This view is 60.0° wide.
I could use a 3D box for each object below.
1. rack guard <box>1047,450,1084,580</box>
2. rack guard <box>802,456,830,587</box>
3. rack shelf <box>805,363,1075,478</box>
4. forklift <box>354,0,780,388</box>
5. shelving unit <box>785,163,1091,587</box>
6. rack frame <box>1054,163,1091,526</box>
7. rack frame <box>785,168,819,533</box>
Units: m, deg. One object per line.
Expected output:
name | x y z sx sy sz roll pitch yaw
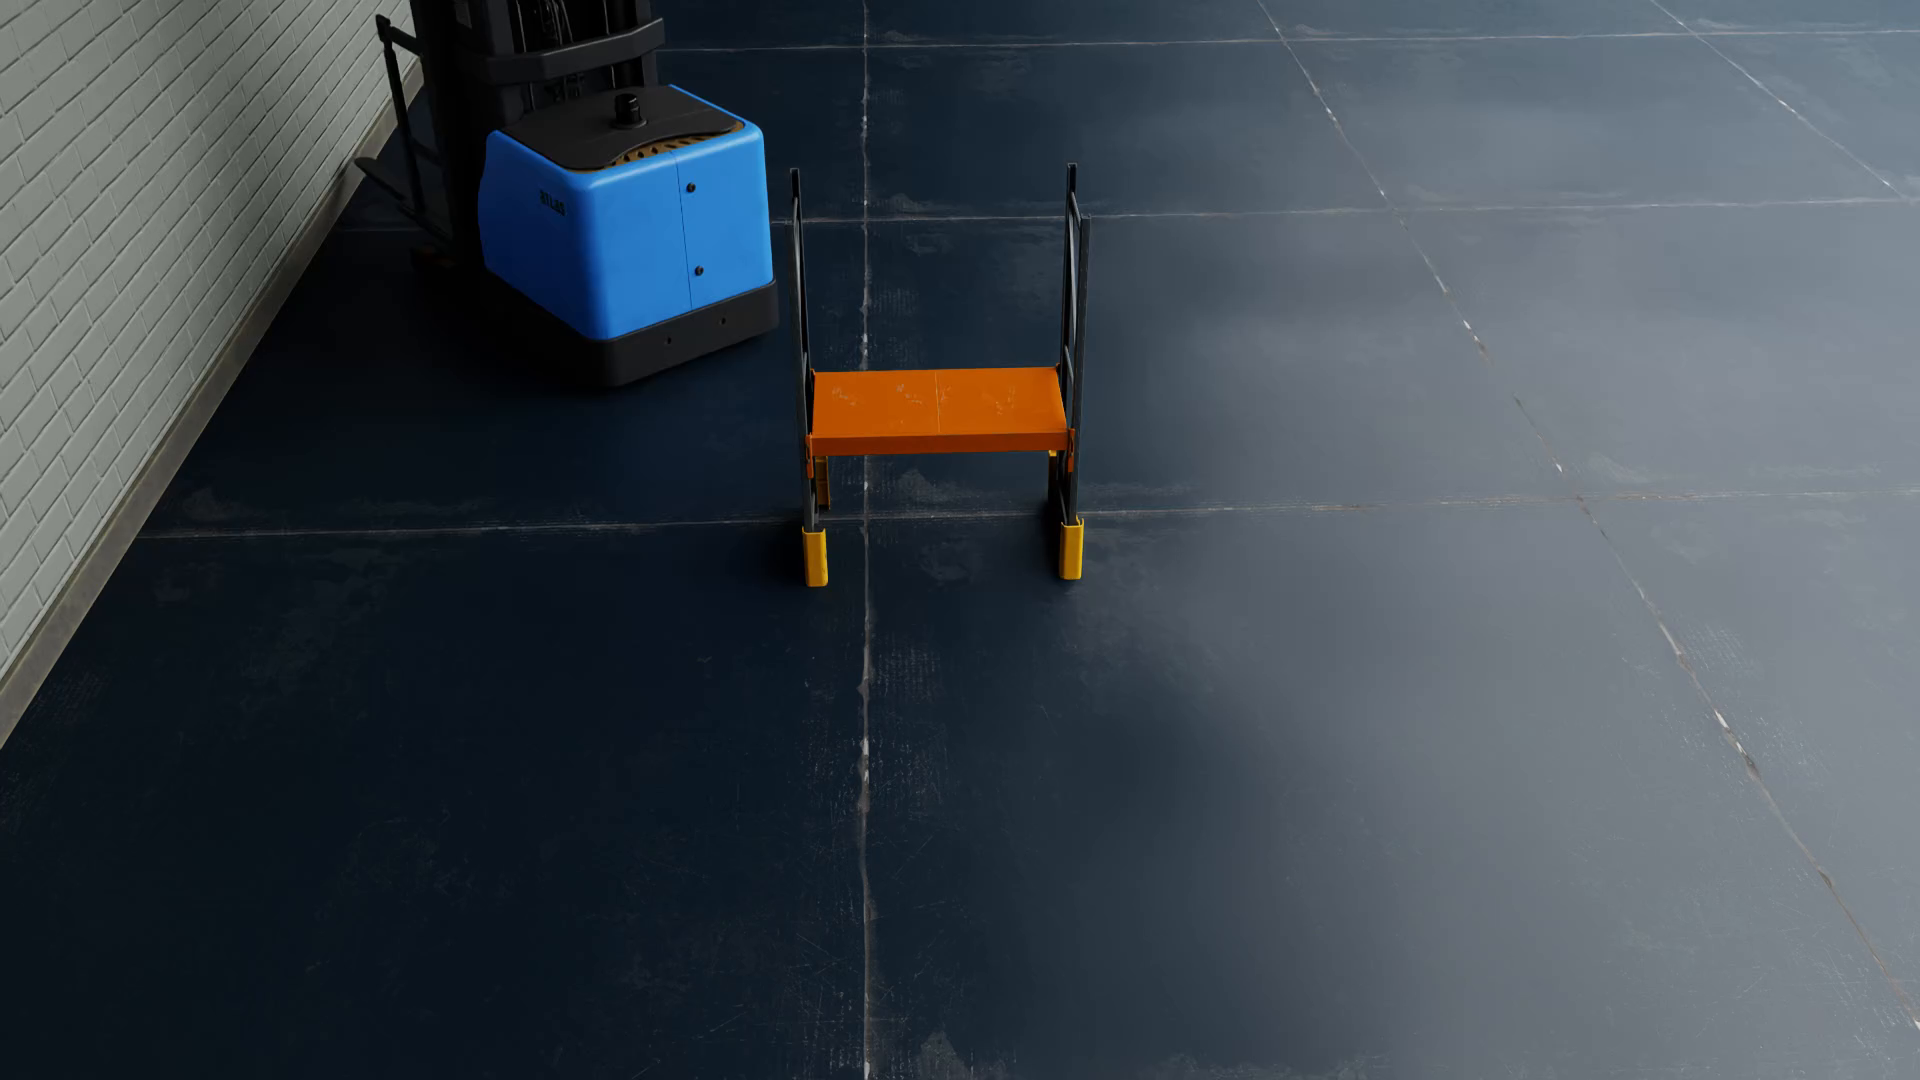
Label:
rack guard | 0.421 -0.114 6.695 0.087 0.250 0.587 -2 35 -2
rack guard | -0.574 -0.087 6.657 0.087 0.250 0.587 -2 35 -2
rack shelf | -0.085 -0.467 6.422 1.000 0.185 0.538 -2 35 -2
forklift | -2.226 -2.666 8.026 1.130 2.935 3.031 -26 42 -32
shelving unit | -0.076 -0.615 6.320 1.083 1.500 0.587 -2 35 -2
rack frame | 0.423 -0.628 6.340 0.032 1.500 0.500 -2 35 -2
rack frame | -0.593 -0.601 6.300 0.032 1.500 0.500 -2 35 -2
